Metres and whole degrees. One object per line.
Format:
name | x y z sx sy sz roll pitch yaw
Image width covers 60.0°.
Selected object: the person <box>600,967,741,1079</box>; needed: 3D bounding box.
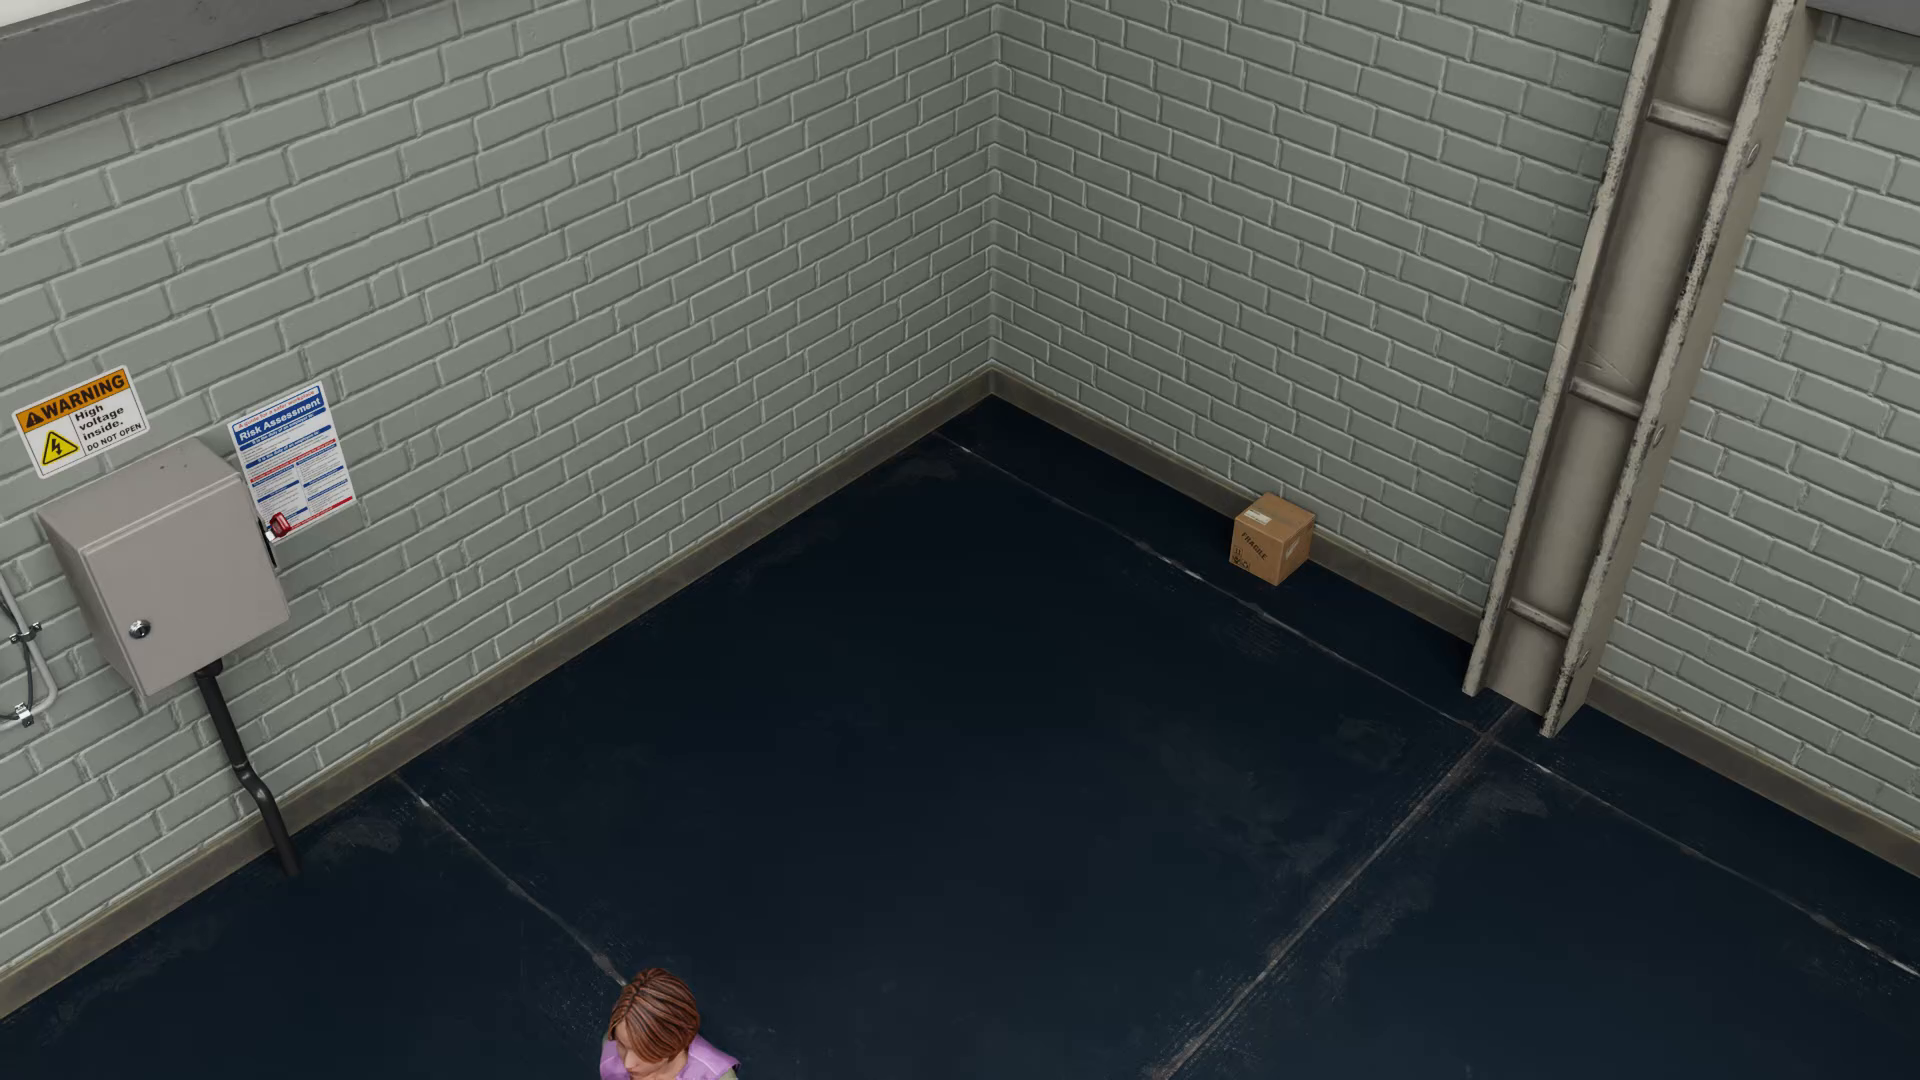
person | -0.717 1.644 4.189 0.415 1.631 0.451 22 45 24
